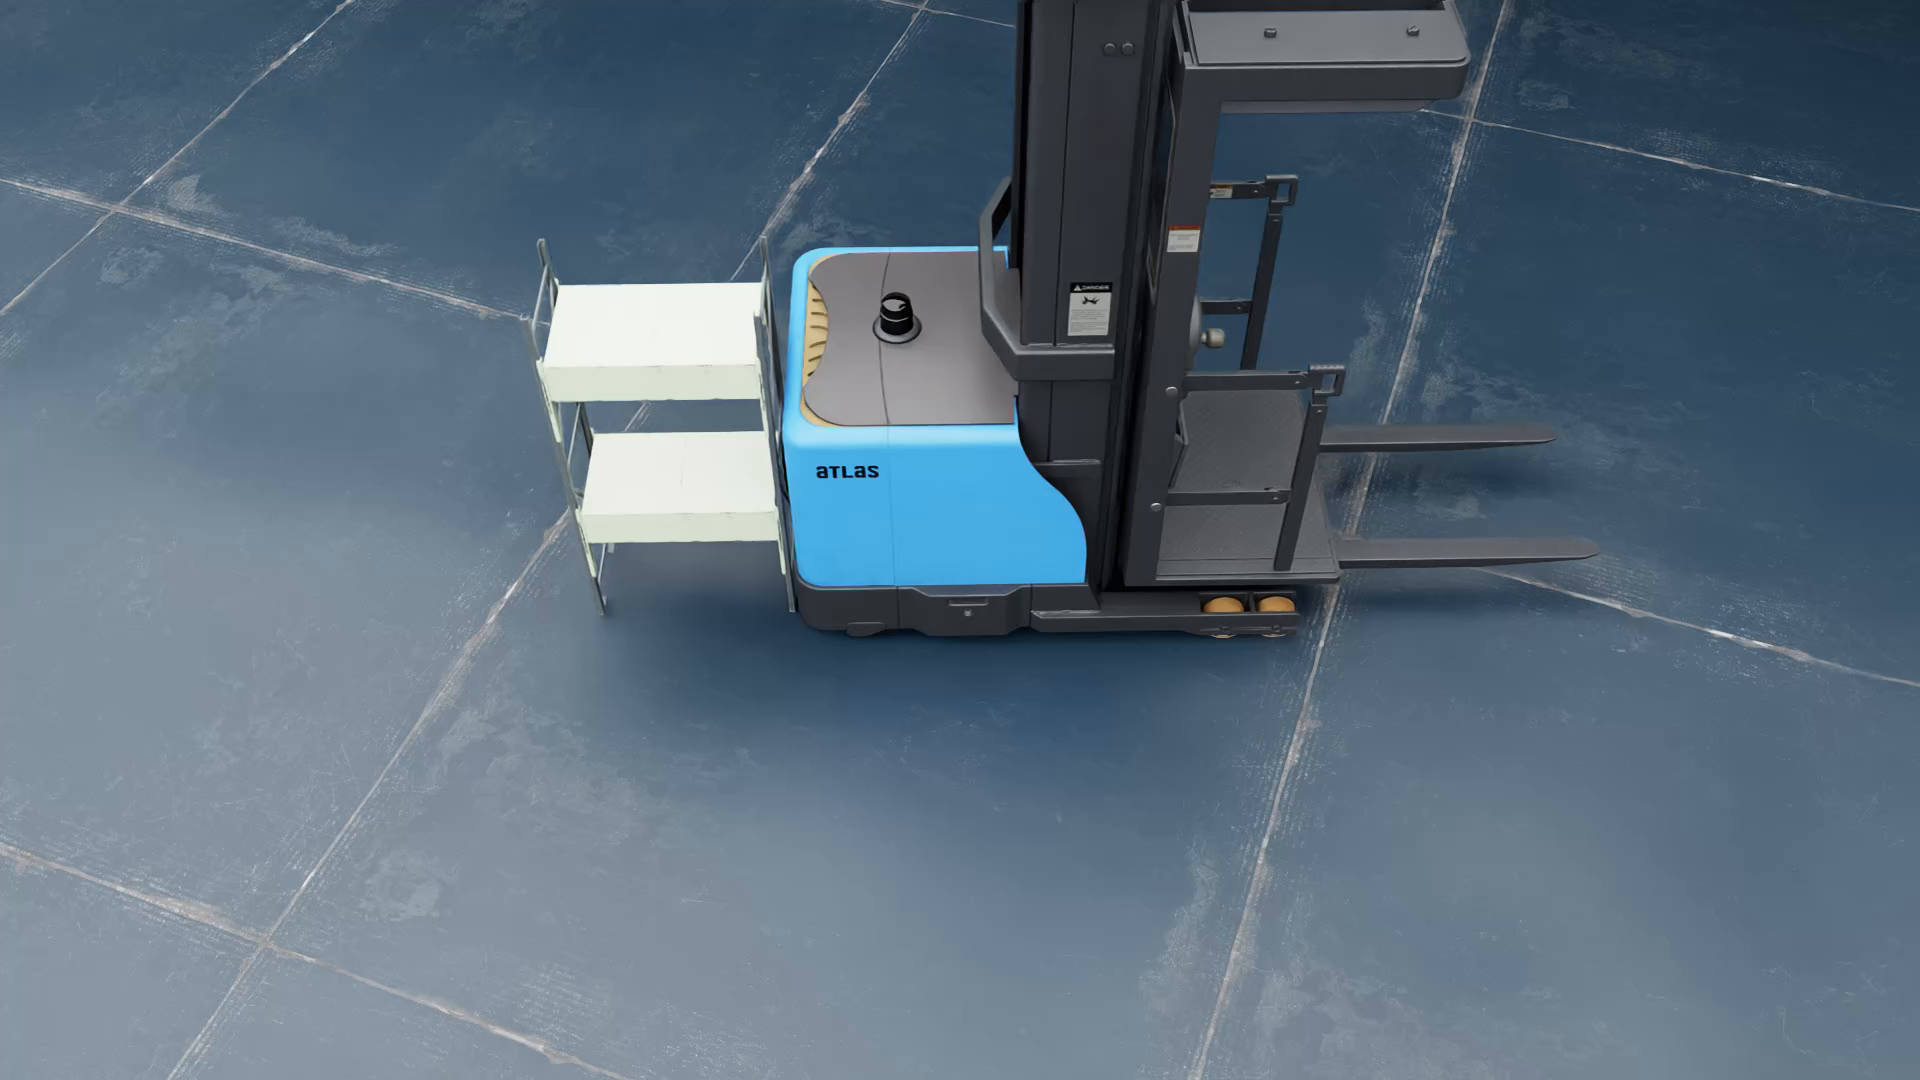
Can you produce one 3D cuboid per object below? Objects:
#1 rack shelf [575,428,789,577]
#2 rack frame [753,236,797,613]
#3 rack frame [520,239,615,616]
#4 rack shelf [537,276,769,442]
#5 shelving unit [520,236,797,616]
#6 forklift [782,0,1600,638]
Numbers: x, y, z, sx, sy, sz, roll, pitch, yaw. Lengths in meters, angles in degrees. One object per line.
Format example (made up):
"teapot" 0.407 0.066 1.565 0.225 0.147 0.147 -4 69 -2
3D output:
"rack shelf" -1.012 -0.144 6.181 0.720 0.370 0.431 -1 49 -1
"rack frame" -0.646 -0.363 5.939 0.023 1.500 0.400 -1 49 -1
"rack frame" -1.378 -0.352 5.929 0.023 1.500 0.400 -1 49 -1
"rack shelf" -1.012 -0.613 5.639 0.720 0.370 0.431 -1 49 -1
"shelving unit" -1.012 -0.358 5.934 0.755 1.500 0.431 -1 49 -1
"forklift" 0.896 -0.993 5.537 3.031 2.935 1.130 -1 49 -1
